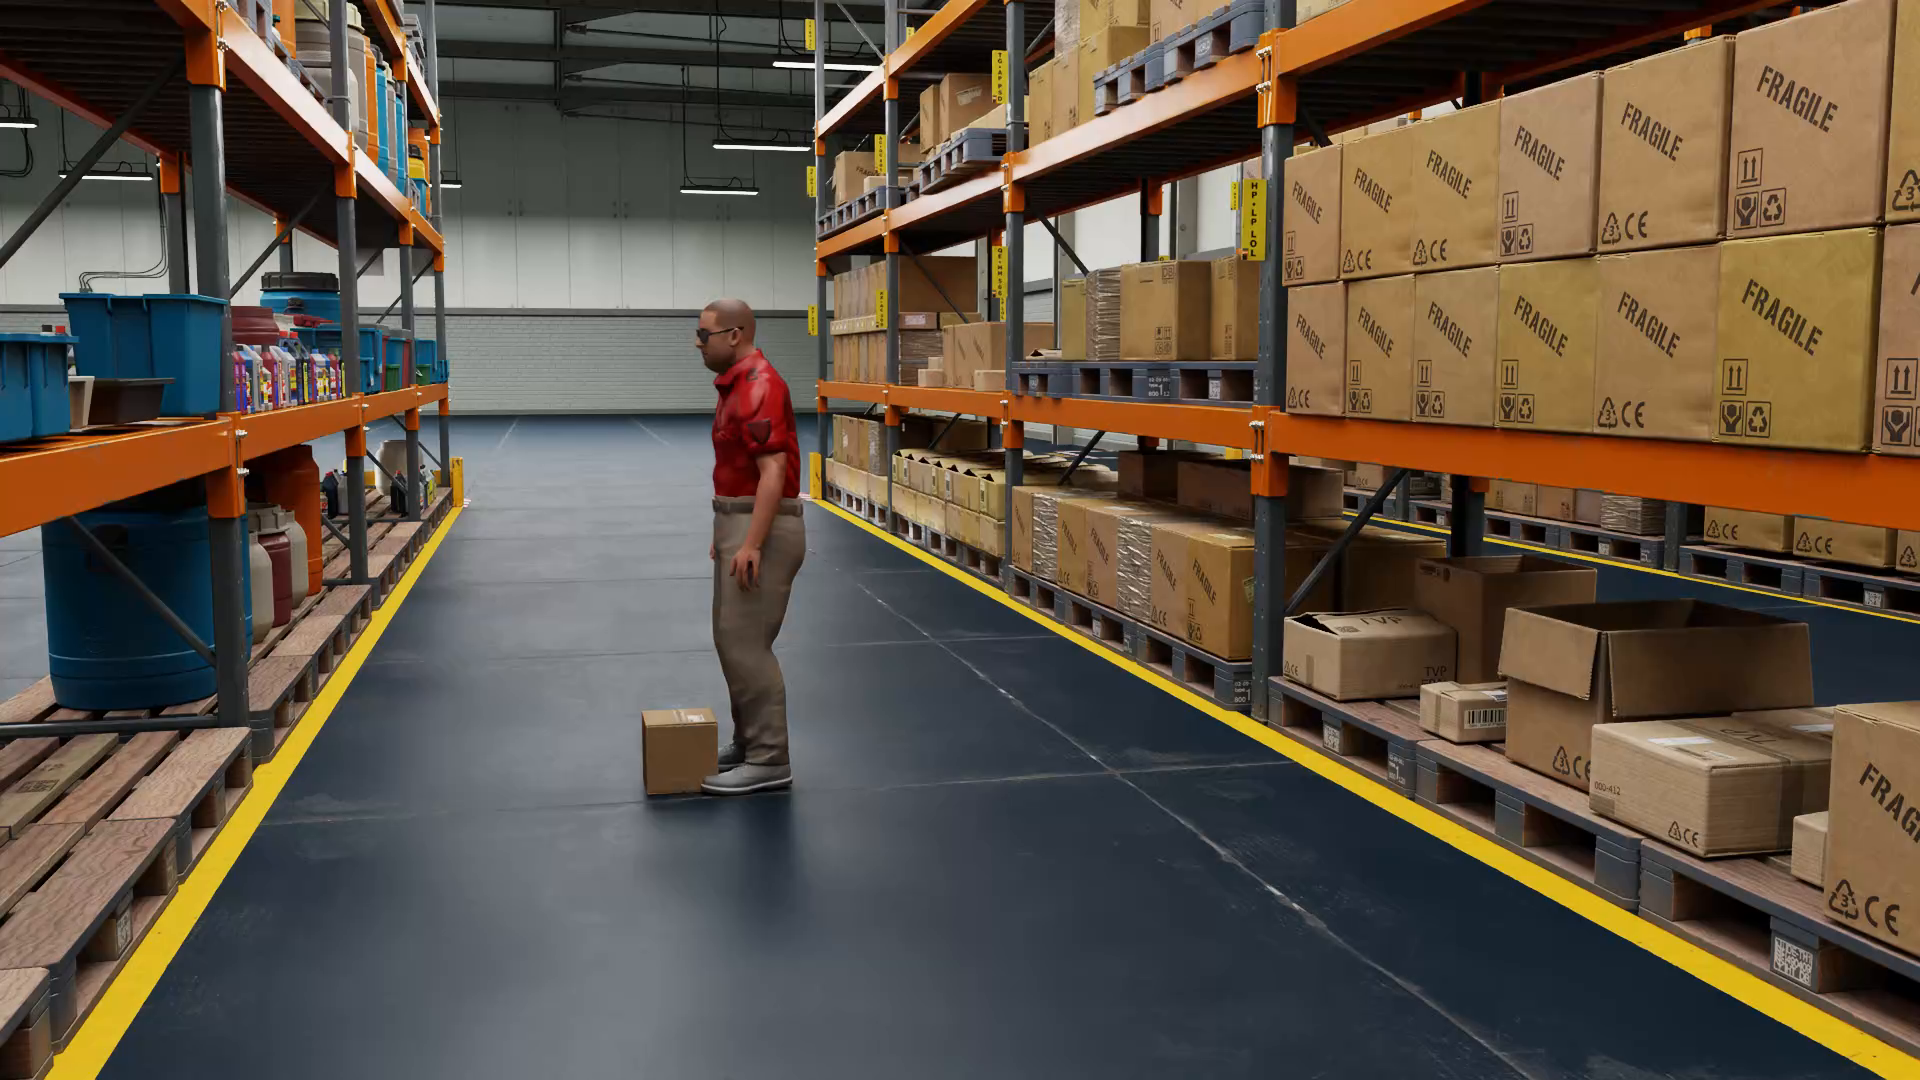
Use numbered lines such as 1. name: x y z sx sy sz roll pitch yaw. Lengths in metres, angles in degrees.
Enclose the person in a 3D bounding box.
1. person: -0.757 0.009 5.919 0.390 1.727 0.599 -2 6 -16
